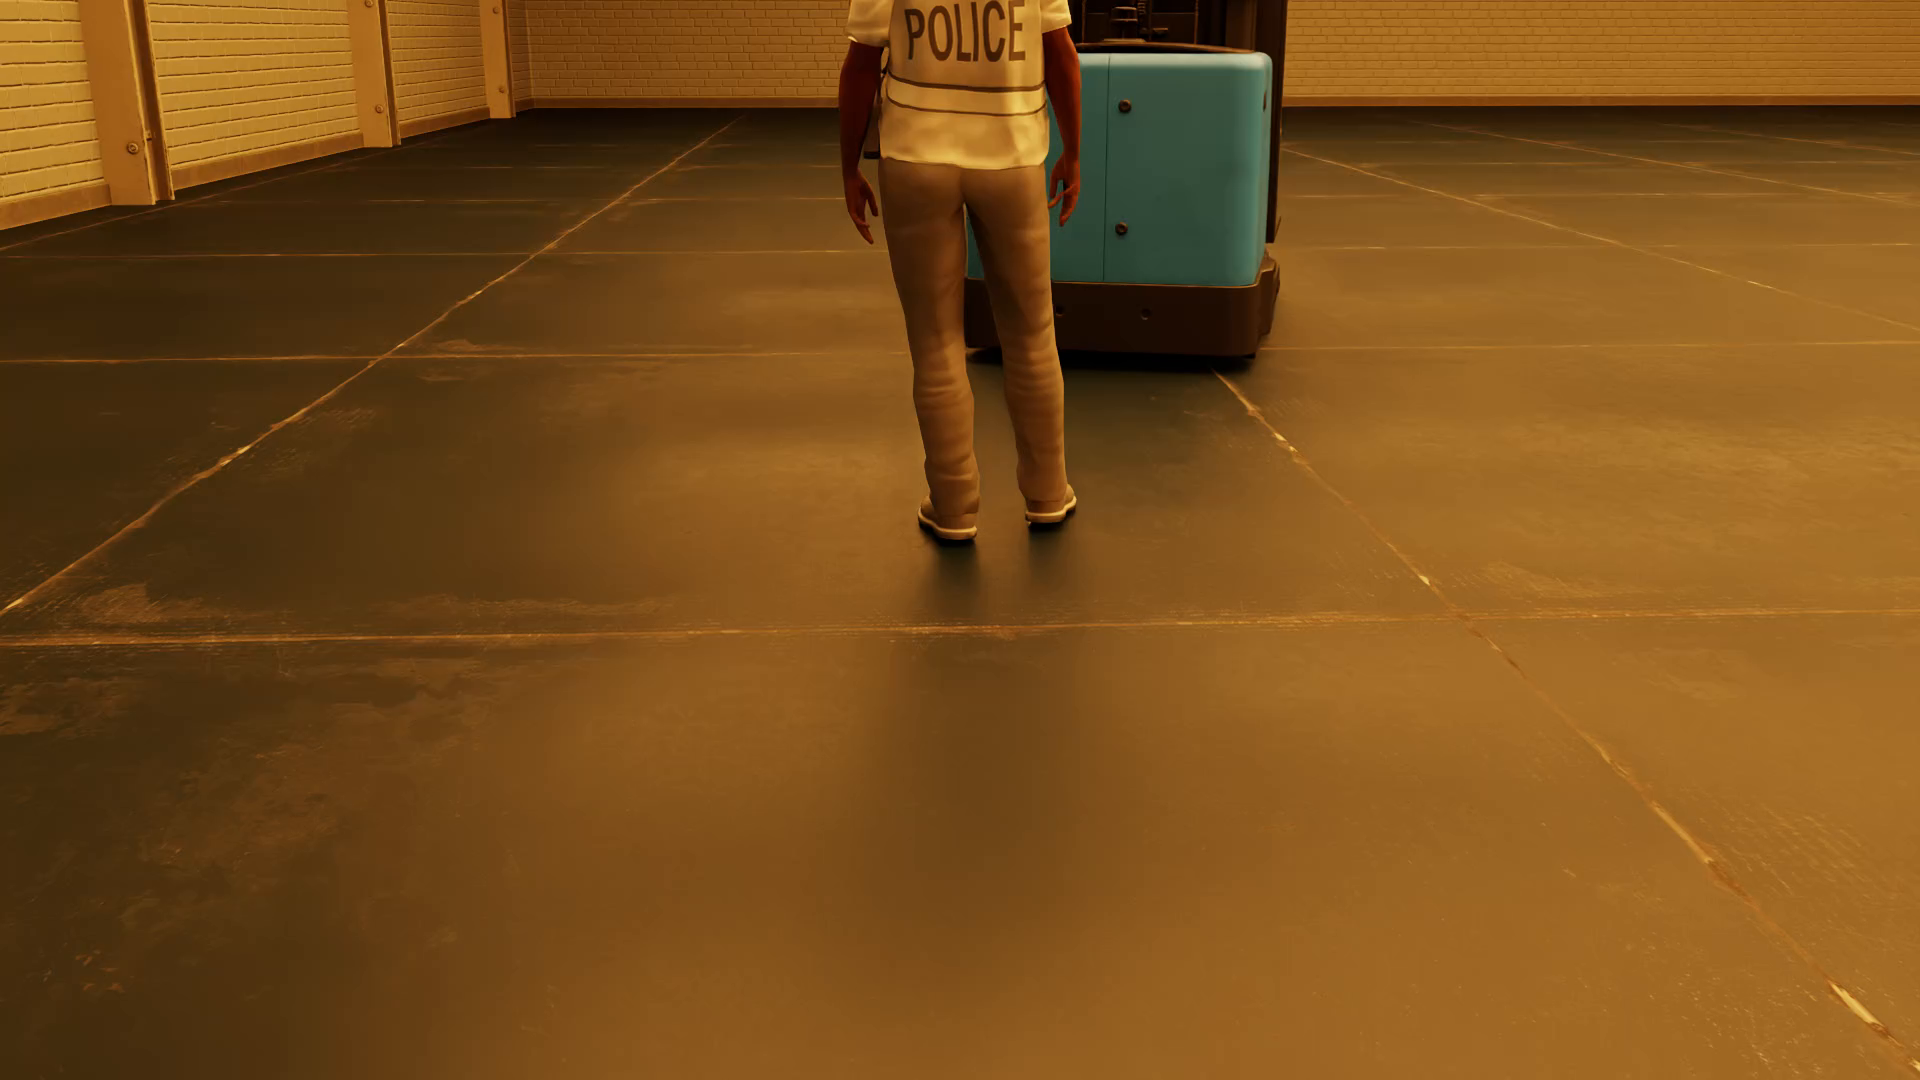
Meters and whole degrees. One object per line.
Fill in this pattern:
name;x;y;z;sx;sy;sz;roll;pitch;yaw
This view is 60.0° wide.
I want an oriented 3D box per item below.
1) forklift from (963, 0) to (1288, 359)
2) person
forklift;0.815;-2.425;6.835;1.130;2.935;3.031;4;17;12
person;0.016;-0.838;3.741;0.569;1.693;0.528;-1;17;-3
